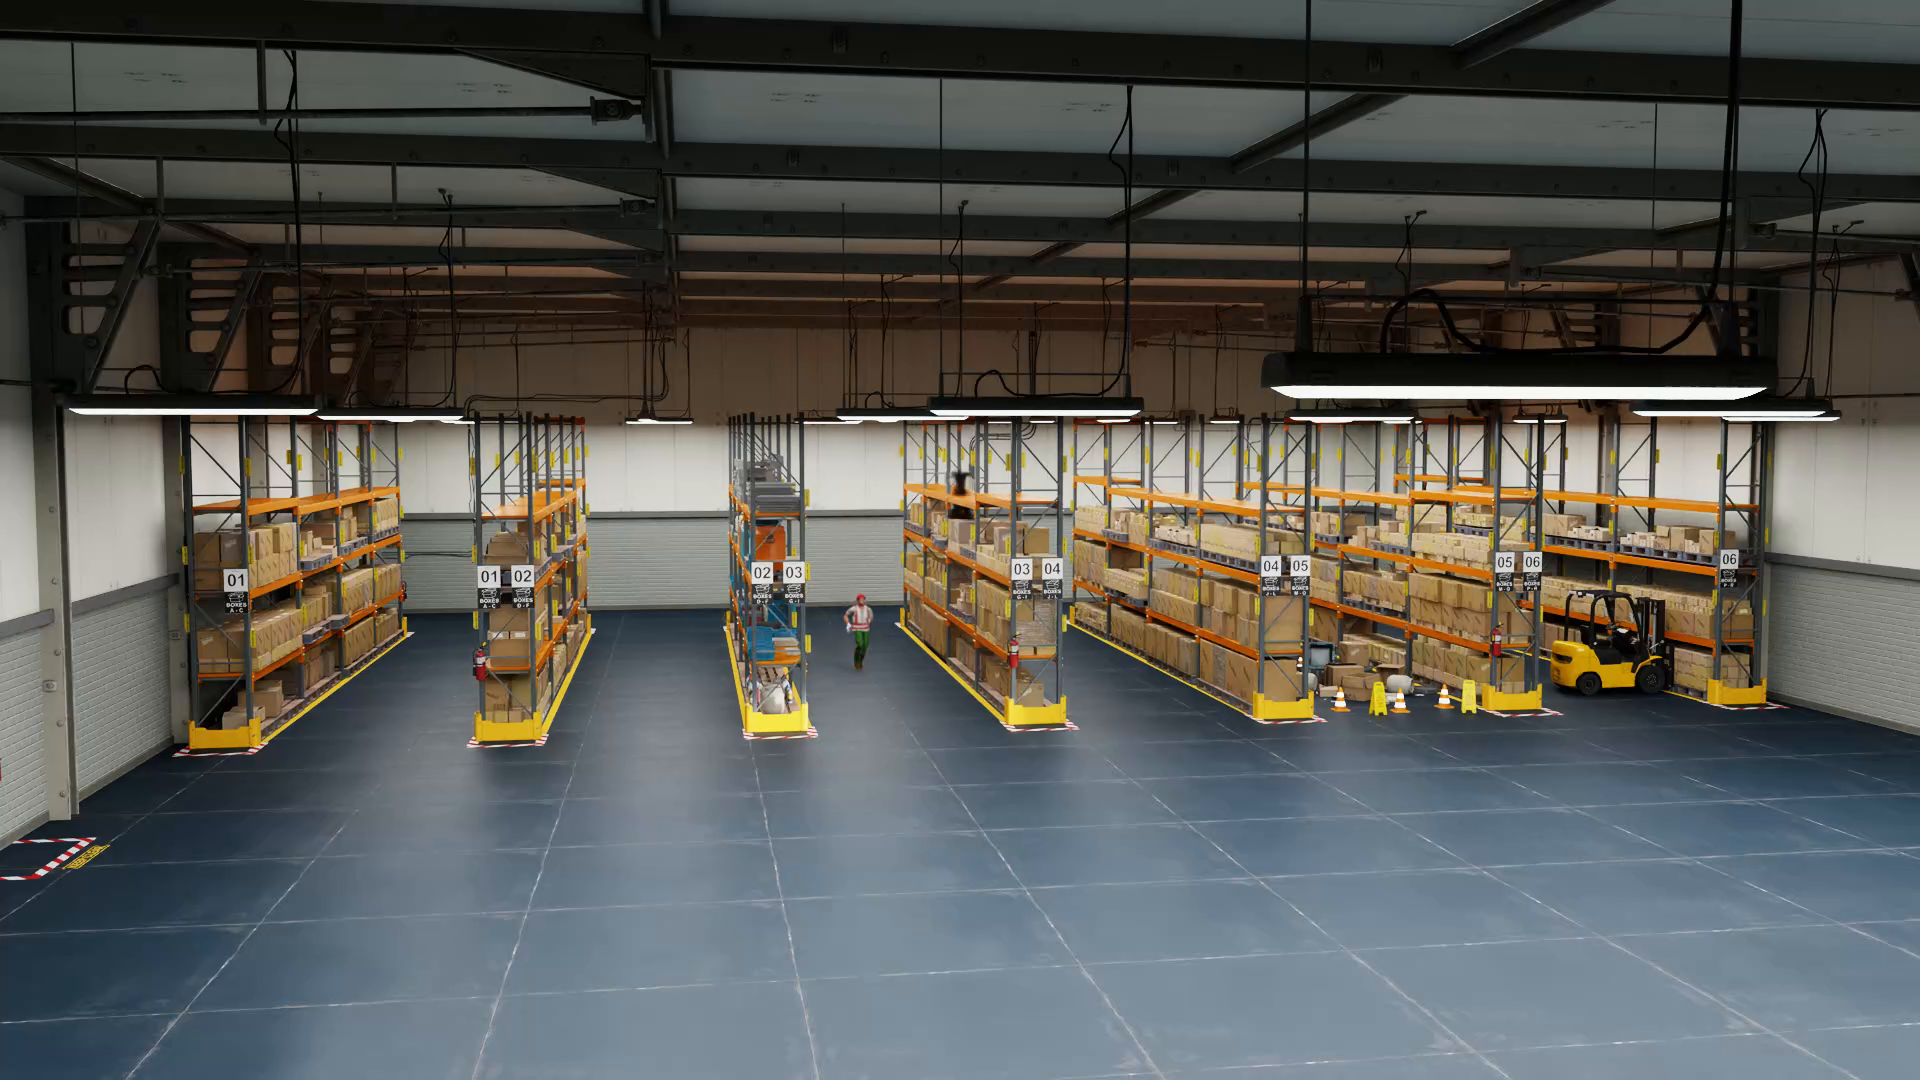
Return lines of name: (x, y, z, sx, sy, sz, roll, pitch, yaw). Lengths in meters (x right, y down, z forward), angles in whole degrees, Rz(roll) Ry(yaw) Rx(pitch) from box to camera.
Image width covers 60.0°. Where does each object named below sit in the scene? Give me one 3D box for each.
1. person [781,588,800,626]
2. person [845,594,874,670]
person: (-5.069, 1.589, 47.922, 0.859, 1.813, 0.711, 1, 4, 17)
person: (-2.327, 2.164, 39.186, 0.643, 1.781, 0.694, -2, 4, -23)
